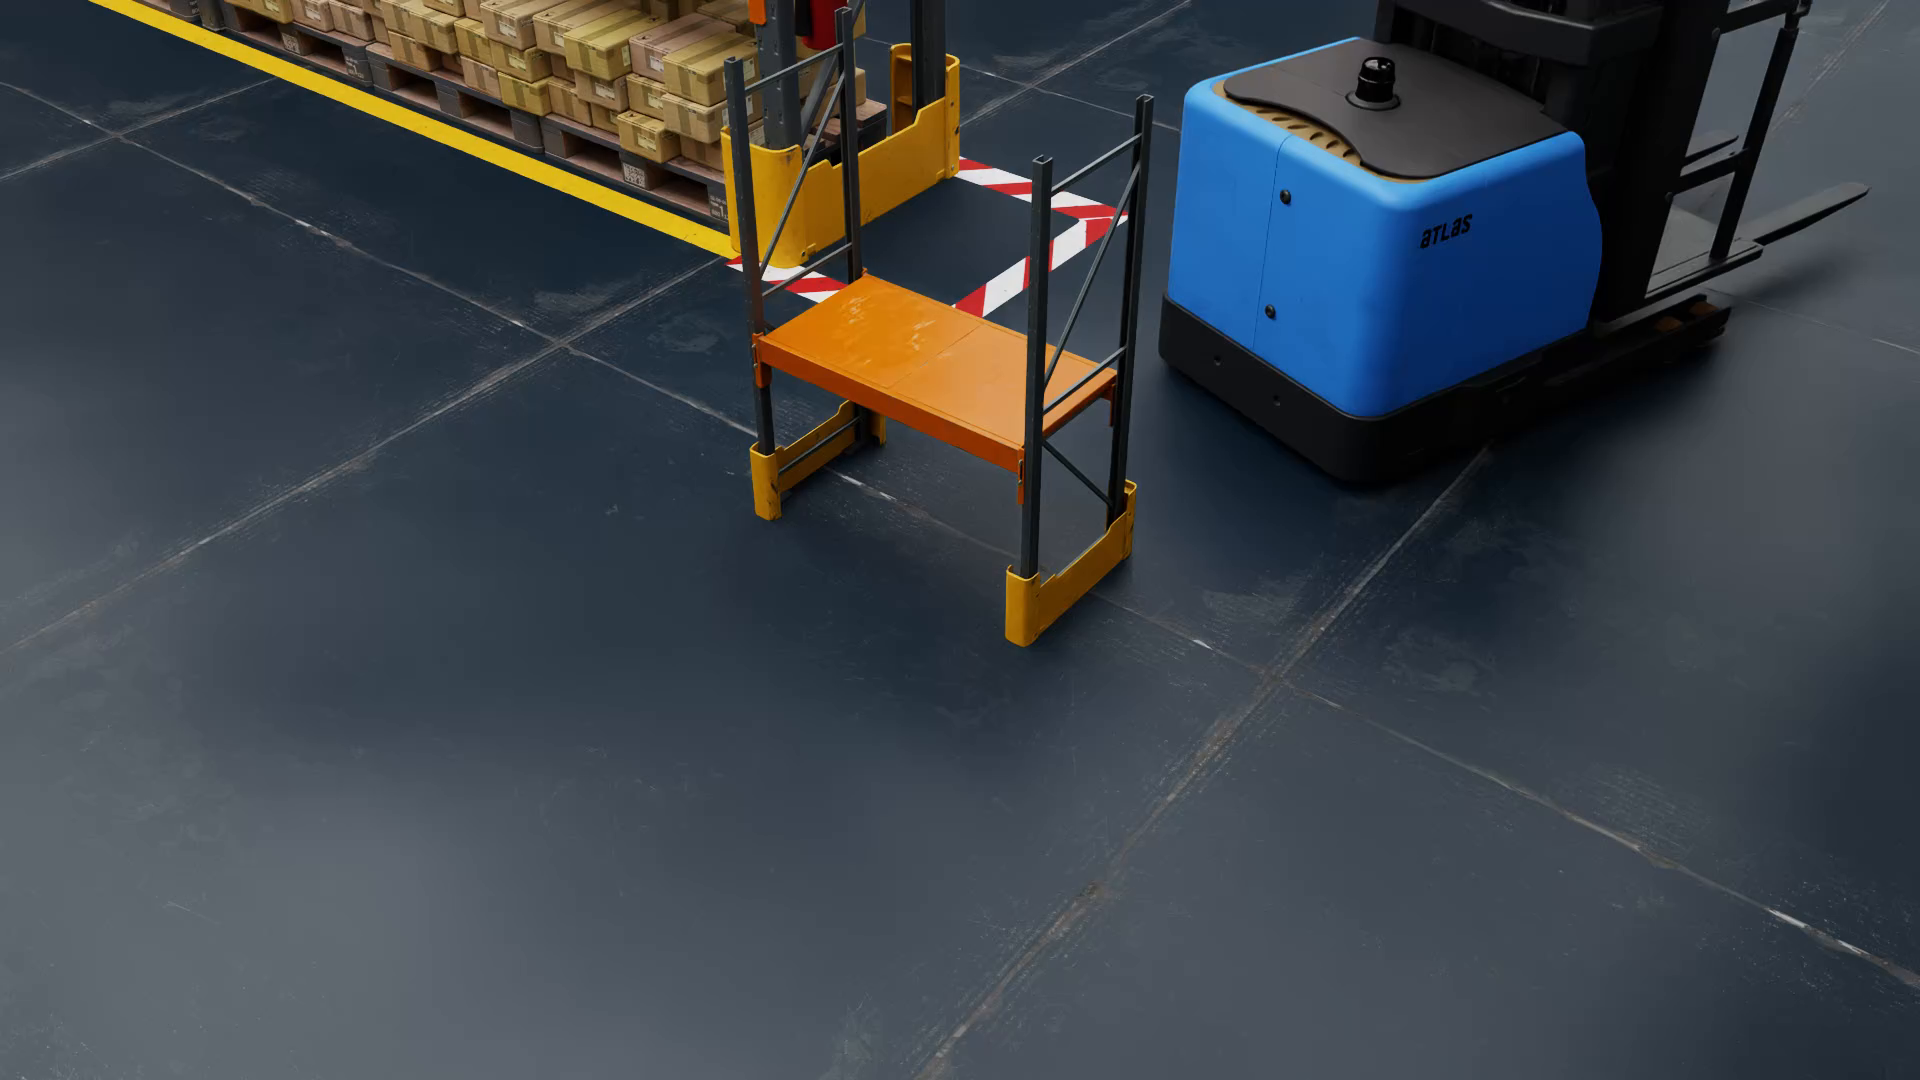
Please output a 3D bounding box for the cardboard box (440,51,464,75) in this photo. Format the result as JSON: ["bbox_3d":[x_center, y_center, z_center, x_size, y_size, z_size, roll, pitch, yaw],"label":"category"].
[{"bbox_3d":[-2.180,-2.288,7.711,0.250,0.149,0.380,27,45,30],"label":"cardboard box"}]

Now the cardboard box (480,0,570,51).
[{"bbox_3d":[-1.844,-2.278,7.215,0.250,0.149,0.380,27,45,30],"label":"cardboard box"}]

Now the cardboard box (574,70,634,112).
[{"bbox_3d":[-1.414,-1.980,7.076,0.250,0.149,0.380,23,44,27],"label":"cardboard box"}]

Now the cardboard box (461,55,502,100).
[{"bbox_3d":[-2.025,-2.157,7.543,0.250,0.149,0.380,26,45,29],"label":"cardboard box"}]

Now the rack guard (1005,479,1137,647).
[{"bbox_3d":[0.335,0.060,4.971,0.087,0.250,0.587,25,45,29],"label":"rack guard"}]

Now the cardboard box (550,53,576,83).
[{"bbox_3d":[-1.565,-2.131,7.269,0.250,0.149,0.380,25,44,28],"label":"cardboard box"}]

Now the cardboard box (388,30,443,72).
[{"bbox_3d":[-2.435,-2.349,7.789,0.250,0.149,0.380,24,44,27],"label":"cardboard box"}]

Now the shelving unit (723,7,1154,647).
[{"bbox_3d":[-0.061,-0.619,4.824,1.083,1.500,0.587,25,45,29],"label":"shelving unit"}]

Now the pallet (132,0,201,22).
[{"bbox_3d":[-4.204,-3.259,9.241,1.213,0.211,1.003,25,45,29],"label":"pallet"}]

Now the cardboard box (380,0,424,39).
[{"bbox_3d":[-2.441,-2.466,7.698,0.250,0.149,0.380,25,44,28],"label":"cardboard box"}]

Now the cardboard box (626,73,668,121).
[{"bbox_3d":[-1.175,-1.910,6.987,0.250,0.149,0.380,24,44,28],"label":"cardboard box"}]

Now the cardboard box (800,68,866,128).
[{"bbox_3d":[-0.629,-1.964,7.297,0.250,0.149,0.380,26,45,29],"label":"cardboard box"}]

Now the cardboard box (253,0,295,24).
[{"bbox_3d":[-3.279,-2.715,8.257,0.250,0.149,0.380,27,45,30],"label":"cardboard box"}]

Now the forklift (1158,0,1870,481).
[{"bbox_3d":[2.224,-2.048,5.489,3.031,2.935,1.130,-22,43,-26],"label":"forklift"}]

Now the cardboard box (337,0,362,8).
[{"bbox_3d":[-2.807,-2.707,8.004,0.250,0.149,0.380,23,44,26],"label":"cardboard box"}]

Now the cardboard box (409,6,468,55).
[{"bbox_3d":[-2.261,-2.362,7.564,0.250,0.149,0.380,26,45,29],"label":"cardboard box"}]

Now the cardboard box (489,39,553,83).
[{"bbox_3d":[-1.833,-2.167,7.315,0.250,0.149,0.380,26,45,29],"label":"cardboard box"}]

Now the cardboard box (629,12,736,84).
[{"bbox_3d":[-1.146,-2.041,6.913,0.250,0.149,0.380,26,45,29],"label":"cardboard box"}]

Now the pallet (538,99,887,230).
[{"bbox_3d":[-1.091,-1.820,7.403,1.213,0.211,1.003,25,45,29],"label":"pallet"}]

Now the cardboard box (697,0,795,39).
[{"bbox_3d":[-0.909,-2.252,7.182,0.250,0.149,0.380,26,45,29],"label":"cardboard box"}]

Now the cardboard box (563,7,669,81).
[{"bbox_3d":[-1.429,-2.076,6.958,0.250,0.149,0.380,24,44,28],"label":"cardboard box"}]

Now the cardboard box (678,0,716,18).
[{"bbox_3d":[-1.031,-2.409,7.383,0.250,0.149,0.380,25,45,28],"label":"cardboard box"}]

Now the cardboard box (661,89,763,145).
[{"bbox_3d":[-1.000,-1.786,6.828,0.250,0.149,0.380,24,44,27],"label":"cardboard box"}]

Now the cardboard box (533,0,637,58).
[{"bbox_3d":[-1.596,-2.204,7.121,0.250,0.149,0.380,23,44,27],"label":"cardboard box"}]

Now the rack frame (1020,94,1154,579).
[{"bbox_3d":[0.336,-0.432,4.585,0.032,1.500,0.500,25,45,29],"label":"rack frame"}]

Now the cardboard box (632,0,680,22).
[{"bbox_3d":[-1.279,-2.461,7.450,0.250,0.149,0.380,23,44,27],"label":"cardboard box"}]

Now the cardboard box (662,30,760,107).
[{"bbox_3d":[-0.982,-1.919,6.757,0.250,0.149,0.380,26,45,29],"label":"cardboard box"}]

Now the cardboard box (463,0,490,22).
[{"bbox_3d":[-1.986,-2.431,7.411,0.250,0.149,0.380,24,44,27],"label":"cardboard box"}]

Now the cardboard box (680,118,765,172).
[{"bbox_3d":[-0.952,-1.706,6.967,0.250,0.149,0.380,26,45,29],"label":"cardboard box"}]

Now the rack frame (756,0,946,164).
[{"bbox_3d":[-0.407,-2.568,6.097,0.127,3.000,1.000,25,45,29],"label":"rack frame"}]

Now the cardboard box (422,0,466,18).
[{"bbox_3d":[-2.211,-2.515,7.518,0.250,0.149,0.380,25,45,29],"label":"cardboard box"}]

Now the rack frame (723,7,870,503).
[{"bbox_3d":[-0.472,-0.813,5.072,0.032,1.500,0.500,25,45,29],"label":"rack frame"}]

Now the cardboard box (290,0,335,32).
[{"bbox_3d":[-3.050,-2.648,8.171,0.250,0.149,0.380,25,44,28],"label":"cardboard box"}]

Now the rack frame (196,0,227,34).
[{"bbox_3d":[-3.584,-4.066,8.010,0.127,3.000,1.000,25,45,29],"label":"rack frame"}]

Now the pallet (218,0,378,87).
[{"bbox_3d":[-3.029,-2.734,8.571,1.213,0.211,1.003,25,45,29],"label":"pallet"}]

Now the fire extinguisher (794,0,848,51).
[{"bbox_3d":[-0.487,-2.070,5.826,0.183,0.674,0.296,25,45,29],"label":"fire extinguisher"}]

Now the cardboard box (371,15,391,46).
[{"bbox_3d":[-2.583,-2.494,7.974,0.250,0.149,0.380,23,44,27],"label":"cardboard box"}]

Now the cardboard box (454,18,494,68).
[{"bbox_3d":[-2.025,-2.272,7.450,0.250,0.149,0.380,28,46,31],"label":"cardboard box"}]

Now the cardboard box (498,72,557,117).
[{"bbox_3d":[-1.820,-2.045,7.400,0.250,0.149,0.380,23,44,27],"label":"cardboard box"}]

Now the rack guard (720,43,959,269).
[{"bbox_3d":[-0.467,-1.612,6.904,0.348,0.500,1.175,25,45,29],"label":"rack guard"}]

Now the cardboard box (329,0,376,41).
[{"bbox_3d":[-2.818,-2.577,8.080,0.250,0.149,0.380,24,44,28],"label":"cardboard box"}]

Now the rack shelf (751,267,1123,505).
[{"bbox_3d":[-0.068,-0.481,4.939,1.000,0.185,0.538,25,45,29],"label":"rack shelf"}]

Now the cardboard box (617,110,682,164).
[{"bbox_3d":[-1.218,-1.752,7.027,0.250,0.149,0.380,27,45,30],"label":"cardboard box"}]

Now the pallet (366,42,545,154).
[{"bbox_3d":[-2.056,-2.277,7.987,1.213,0.211,1.003,25,45,29],"label":"pallet"}]

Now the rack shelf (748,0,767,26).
[{"bbox_3d":[-1.996,-3.034,7.275,4.000,0.370,1.077,25,45,29],"label":"rack shelf"}]

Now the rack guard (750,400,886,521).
[{"bbox_3d":[-0.456,-0.313,5.448,0.087,0.250,0.587,25,45,29],"label":"rack guard"}]

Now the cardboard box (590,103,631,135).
[{"bbox_3d":[-1.375,-1.894,7.207,0.250,0.149,0.380,25,44,28],"label":"cardboard box"}]

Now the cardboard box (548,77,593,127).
[{"bbox_3d":[-1.579,-1.980,7.317,0.250,0.149,0.380,26,45,29],"label":"cardboard box"}]

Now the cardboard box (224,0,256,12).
[{"bbox_3d":[-3.490,-2.815,8.384,0.250,0.149,0.380,23,44,27],"label":"cardboard box"}]

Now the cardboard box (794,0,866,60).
[{"bbox_3d":[-0.617,-2.208,7.126,0.250,0.149,0.380,23,44,27],"label":"cardboard box"}]

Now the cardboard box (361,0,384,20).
[{"bbox_3d":[-2.603,-2.592,7.858,0.250,0.149,0.380,27,46,30],"label":"cardboard box"}]

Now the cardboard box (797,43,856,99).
[{"bbox_3d":[-0.667,-2.050,7.166,0.250,0.149,0.380,27,46,30],"label":"cardboard box"}]
